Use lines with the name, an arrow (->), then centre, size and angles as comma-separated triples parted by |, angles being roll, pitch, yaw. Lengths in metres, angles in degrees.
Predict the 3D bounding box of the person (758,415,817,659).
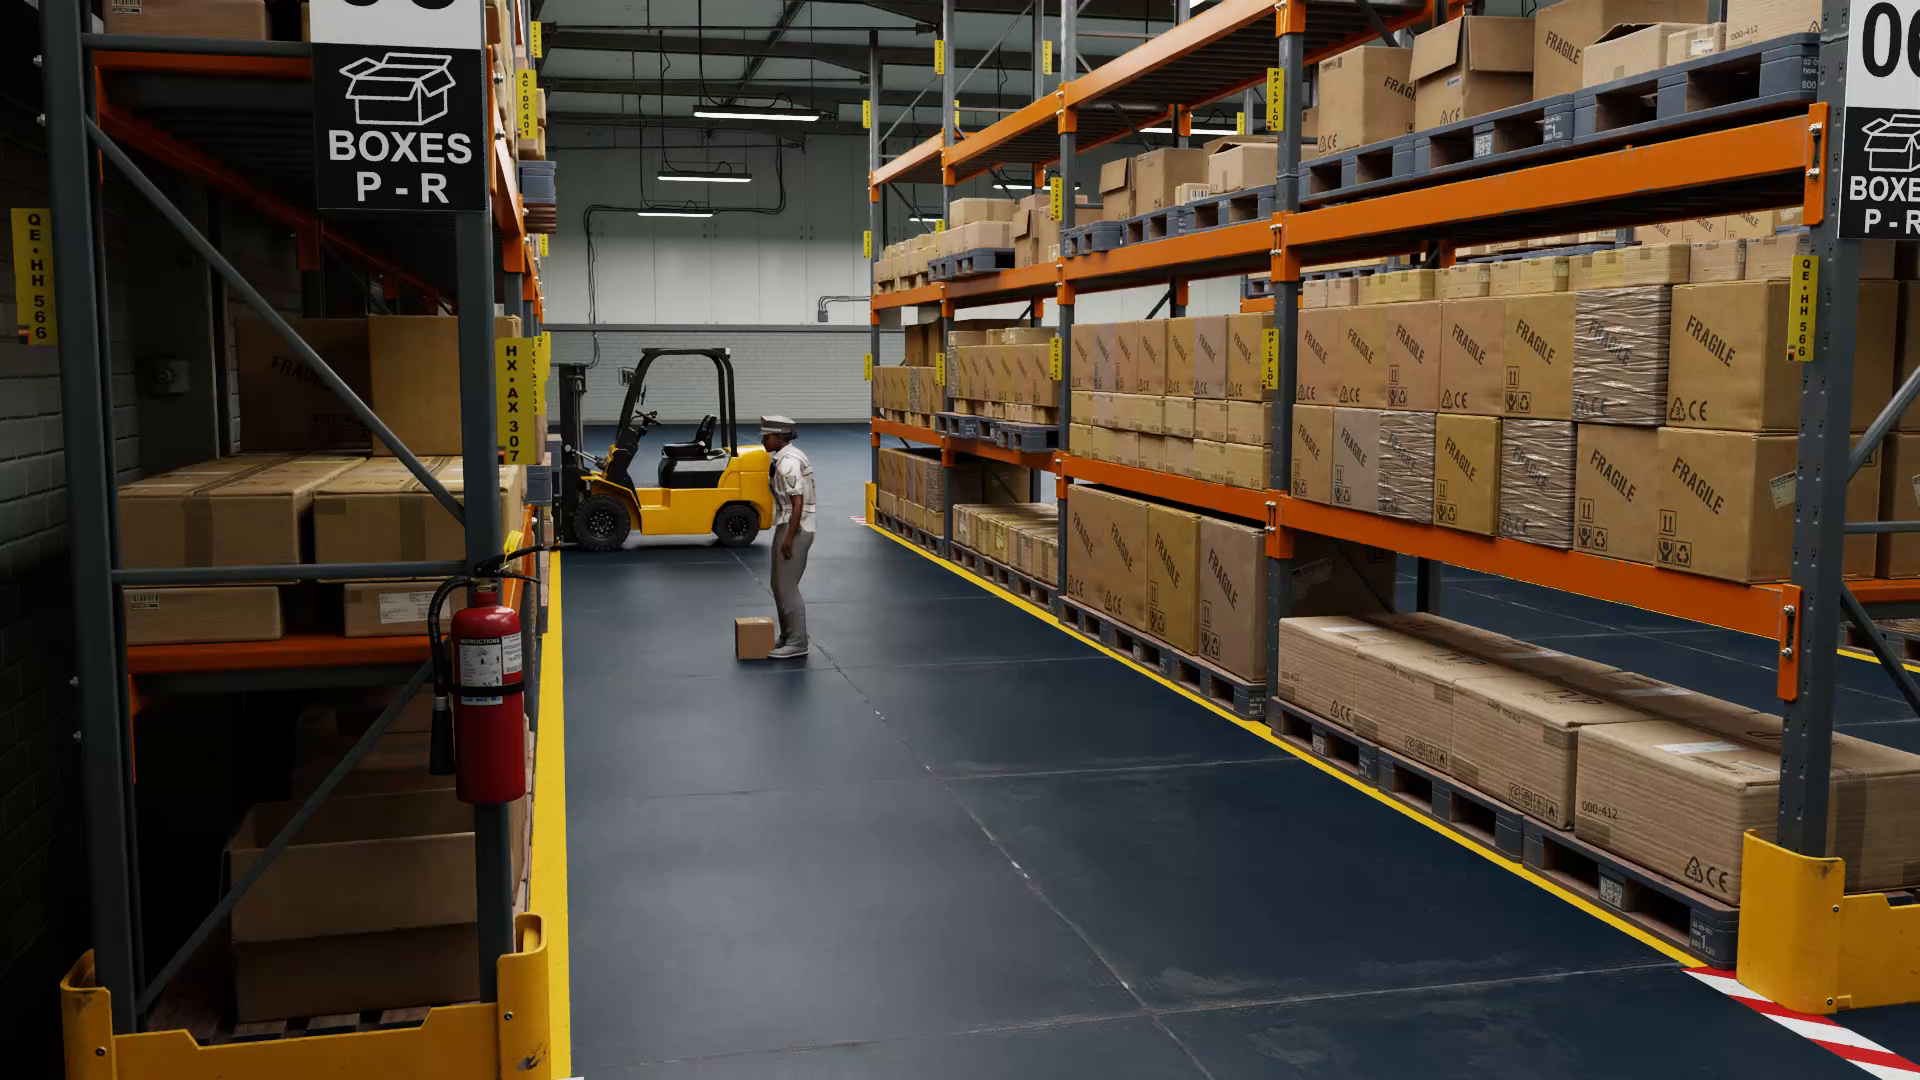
person -> -1.192, -0.029, 11.465 | 0.395, 1.656, 0.503 | -2, 6, -14
